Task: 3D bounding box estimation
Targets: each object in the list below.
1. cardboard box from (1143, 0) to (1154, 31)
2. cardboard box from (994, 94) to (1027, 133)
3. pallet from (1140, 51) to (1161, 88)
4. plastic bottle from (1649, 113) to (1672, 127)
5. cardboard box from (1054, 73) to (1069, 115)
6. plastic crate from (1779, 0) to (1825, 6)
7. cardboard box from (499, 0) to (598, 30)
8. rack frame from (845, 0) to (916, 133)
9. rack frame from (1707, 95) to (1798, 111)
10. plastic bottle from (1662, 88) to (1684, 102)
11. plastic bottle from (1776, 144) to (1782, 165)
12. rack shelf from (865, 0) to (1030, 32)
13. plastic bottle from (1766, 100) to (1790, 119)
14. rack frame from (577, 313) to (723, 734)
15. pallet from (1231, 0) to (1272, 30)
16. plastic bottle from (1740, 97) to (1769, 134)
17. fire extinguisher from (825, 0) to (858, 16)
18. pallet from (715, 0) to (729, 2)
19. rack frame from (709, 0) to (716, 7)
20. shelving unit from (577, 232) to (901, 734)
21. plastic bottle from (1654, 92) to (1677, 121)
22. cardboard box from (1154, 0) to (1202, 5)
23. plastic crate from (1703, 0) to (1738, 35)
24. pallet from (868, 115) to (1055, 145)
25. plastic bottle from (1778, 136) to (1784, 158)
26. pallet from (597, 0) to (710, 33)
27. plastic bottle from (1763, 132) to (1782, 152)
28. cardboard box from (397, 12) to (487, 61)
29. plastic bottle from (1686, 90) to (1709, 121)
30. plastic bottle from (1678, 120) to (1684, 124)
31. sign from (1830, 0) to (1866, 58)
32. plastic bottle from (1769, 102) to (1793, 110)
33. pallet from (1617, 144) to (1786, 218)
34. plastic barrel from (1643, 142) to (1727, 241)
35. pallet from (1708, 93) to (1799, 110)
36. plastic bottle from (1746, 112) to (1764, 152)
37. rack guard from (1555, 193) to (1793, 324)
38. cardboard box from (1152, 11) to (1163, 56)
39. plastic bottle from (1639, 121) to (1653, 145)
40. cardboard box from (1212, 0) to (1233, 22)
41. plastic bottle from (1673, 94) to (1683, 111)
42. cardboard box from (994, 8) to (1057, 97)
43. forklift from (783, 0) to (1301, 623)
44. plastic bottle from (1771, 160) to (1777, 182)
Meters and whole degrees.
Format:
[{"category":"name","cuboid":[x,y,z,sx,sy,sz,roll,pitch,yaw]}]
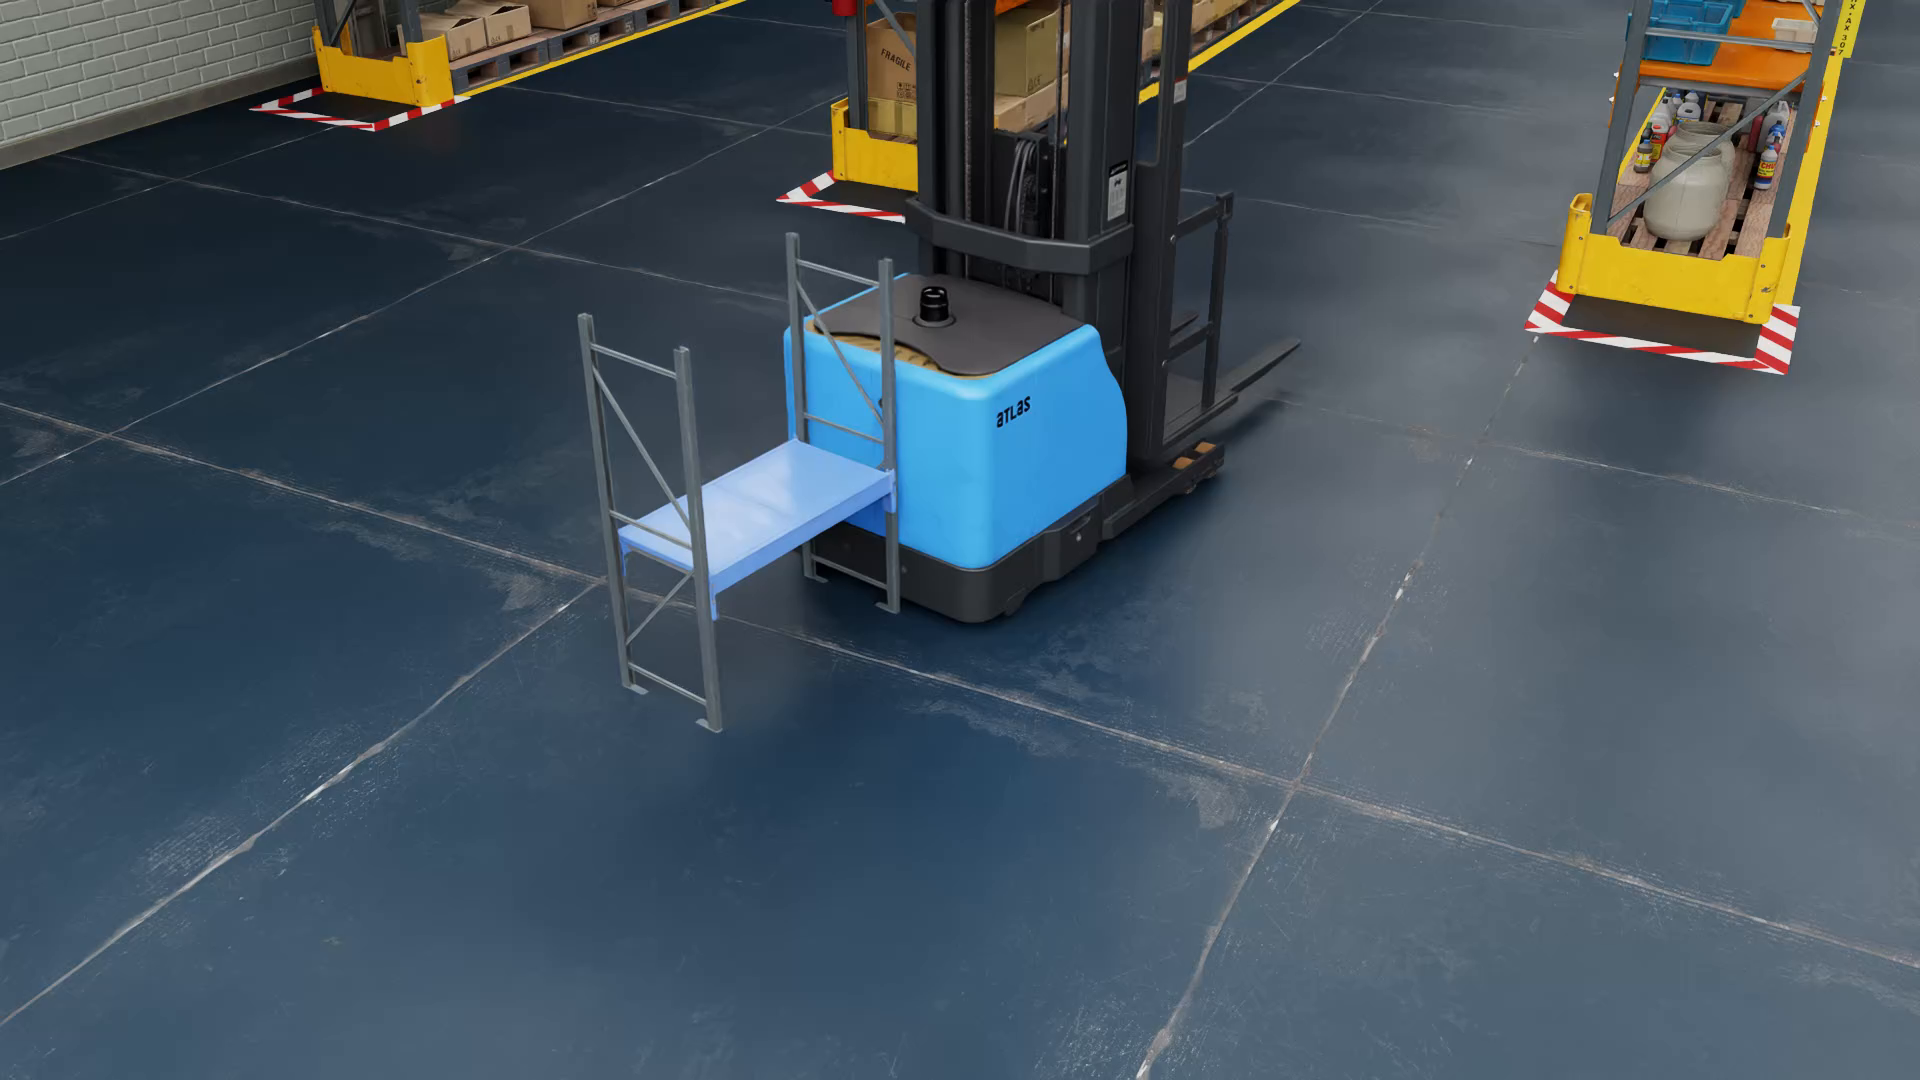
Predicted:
[{"category":"cardboard box","cuboid":[1.265,-4.410,13.503,0.500,0.500,0.500,14,33,23]},{"category":"cardboard box","cuboid":[0.140,-2.973,11.754,0.500,0.250,0.500,14,33,23]},{"category":"pallet","cuboid":[1.120,-4.017,14.032,1.003,0.211,1.213,14,33,23]},{"category":"plastic bottle","cuboid":[4.754,-2.761,11.338,0.152,0.276,0.135,13,32,22]},{"category":"cardboard box","cuboid":[0.592,-3.417,12.527,0.500,0.250,0.500,14,33,23]},{"category":"plastic crate","cuboid":[5.413,-3.552,10.688,0.530,0.136,0.437,14,33,23]},{"category":"cardboard box","cuboid":[-3.681,-4.877,14.800,0.700,0.500,0.500,12,32,20]},{"category":"rack frame","cuboid":[-0.303,-3.796,10.847,1.000,3.000,0.127,14,33,23]},{"category":"rack frame","cuboid":[5.927,-4.443,11.976,1.000,3.000,0.127,14,33,23]},{"category":"plastic bottle","cuboid":[5.104,-3.138,11.921,0.144,0.351,0.185,13,32,21]},{"category":"plastic bottle","cuboid":[5.455,-2.621,11.170,0.097,0.201,0.097,0,30,0]},{"category":"rack shelf","cuboid":[0.608,-4.370,12.571,1.077,0.370,4.000,14,33,23]},{"category":"plastic bottle","cuboid":[5.656,-2.906,11.517,0.144,0.351,0.185,14,33,23]},{"category":"rack frame","cuboid":[-1.069,-0.028,5.792,0.500,1.500,0.032,21,36,32]},{"category":"pallet","cuboid":[2.375,-5.238,16.159,1.003,0.211,1.213,14,33,23]},{"category":"plastic bottle","cuboid":[5.660,-3.040,11.824,0.152,0.276,0.135,14,33,23]},{"category":"fire extinguisher","cuboid":[-0.770,-3.815,10.959,0.296,0.674,0.183,14,33,23]},{"category":"pallet","cuboid":[-2.539,-5.827,17.185,1.003,0.211,1.213,14,33,23]},{"category":"rack frame","cuboid":[-2.892,-6.691,15.889,1.000,3.000,0.127,14,33,23]},{"category":"shelving unit","cuboid":[-0.759,-0.228,6.141,0.538,1.500,1.048,21,36,32]},{"category":"plastic bottle","cuboid":[4.911,-2.950,11.593,0.144,0.351,0.185,14,33,23]},{"category":"cardboard box","cuboid":[1.930,-4.928,14.596,0.500,0.311,0.500,14,33,23]},{"category":"plastic crate","cuboid":[4.368,-3.182,9.928,0.499,0.251,0.408,14,33,23]},{"category":"pallet","cuboid":[0.008,-2.935,12.149,1.003,0.211,1.213,14,33,23]},{"category":"plastic bottle","cuboid":[5.549,-2.712,11.329,0.097,0.201,0.097,0,30,0]},{"category":"pallet","cuboid":[-3.167,-5.176,16.051,1.003,0.211,1.213,14,33,23]},{"category":"plastic bottle","cuboid":[5.365,-2.563,10.999,0.097,0.271,0.097,0,30,0]},{"category":"cardboard box","cuboid":[-4.319,-4.229,13.860,0.500,0.311,0.500,11,32,18]},{"category":"plastic bottle","cuboid":[5.319,-3.189,12.010,0.144,0.351,0.185,14,33,23]},{"category":"plastic bottle","cuboid":[4.953,-2.794,11.472,0.097,0.201,0.097,0,30,0]},{"category":"sign","cuboid":[4.593,-2.664,8.598,0.100,0.325,0.005,14,33,23]},{"category":"plastic bottle","cuboid":[5.803,-3.050,11.767,0.144,0.351,0.185,13,32,21]},{"category":"pallet","cuboid":[5.030,-2.403,11.223,1.003,0.211,1.213,14,33,23]},{"category":"plastic barrel","cuboid":[4.337,-2.083,9.941,0.421,0.512,0.421,0,30,0]},{"category":"pallet","cuboid":[6.251,-3.591,13.292,1.003,0.211,1.213,14,33,23]},{"category":"plastic bottle","cuboid":[5.483,-2.830,11.452,0.061,0.283,0.133,14,33,23]},{"category":"rack guard","cuboid":[4.098,-1.631,9.587,1.175,0.500,0.348,14,33,23]},{"category":"cardboard box","cuboid":[1.503,-4.303,14.071,0.500,0.250,0.500,14,33,23]},{"category":"plastic bottle","cuboid":[4.589,-2.653,11.143,0.061,0.283,0.133,15,33,24]},{"category":"cardboard box","cuboid":[2.158,-4.907,15.123,0.500,0.250,0.500,15,33,24]},{"category":"plastic bottle","cuboid":[5.071,-3.030,11.812,0.097,0.271,0.097,0,30,0]},{"category":"cardboard box","cuboid":[0.366,-3.520,11.954,0.500,0.500,0.500,14,33,23]},{"category":"forklift","cuboid":[0.579,-1.618,7.124,1.130,2.935,3.031,21,36,32]},{"category":"plastic bottle","cuboid":[5.256,-2.426,10.832,0.097,0.201,0.097,0,30,0]}]
